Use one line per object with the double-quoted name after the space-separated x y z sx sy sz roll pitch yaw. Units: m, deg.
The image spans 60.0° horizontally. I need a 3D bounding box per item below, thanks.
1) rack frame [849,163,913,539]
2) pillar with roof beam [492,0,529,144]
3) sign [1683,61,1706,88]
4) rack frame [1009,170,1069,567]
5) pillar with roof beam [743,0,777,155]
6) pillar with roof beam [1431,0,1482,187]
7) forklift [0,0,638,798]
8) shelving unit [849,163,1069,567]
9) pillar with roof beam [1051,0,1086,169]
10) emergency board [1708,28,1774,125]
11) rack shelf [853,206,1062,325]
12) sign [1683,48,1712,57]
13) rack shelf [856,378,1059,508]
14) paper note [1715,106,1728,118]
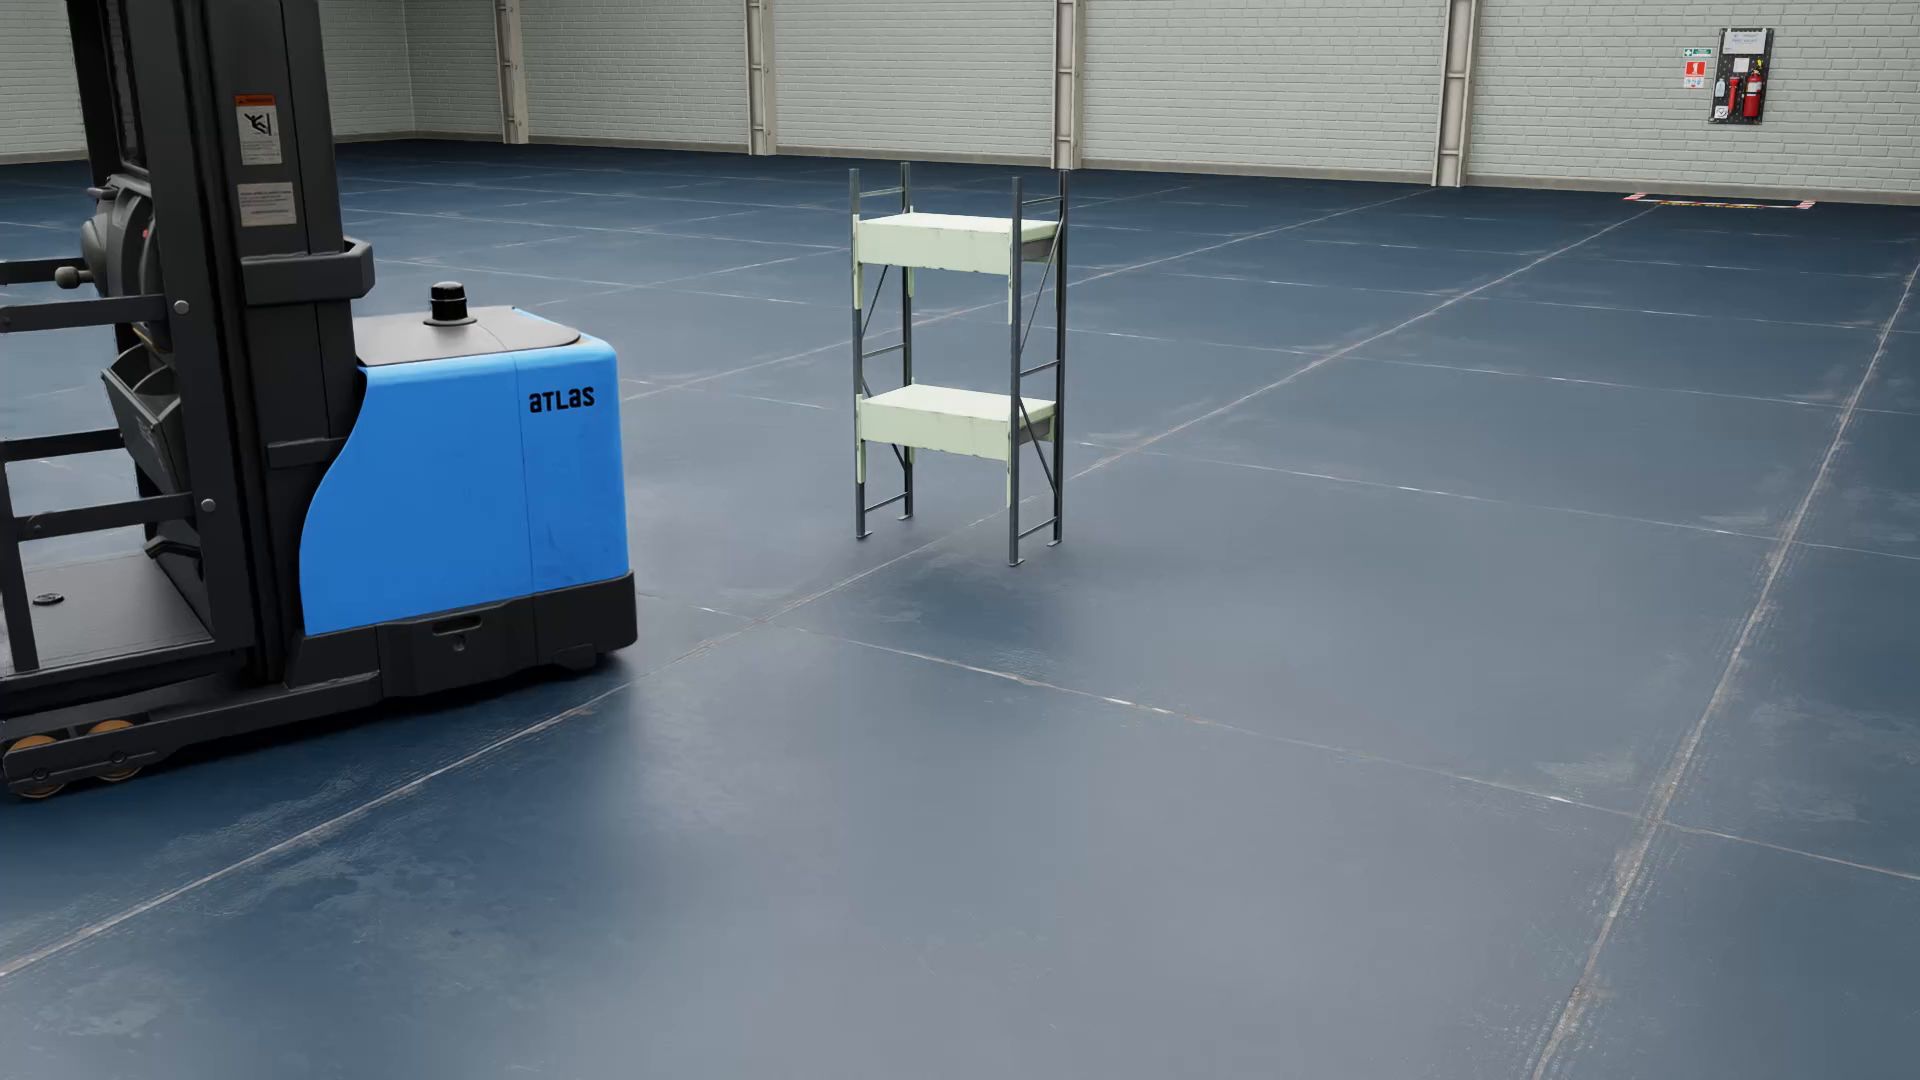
-0.318 -0.774 6.850 0.023 1.500 0.400 10 20 30 "rack frame"
-10.810 -10.895 27.264 0.400 9.000 9.100 10 20 30 "pillar with roof beam"
9.391 -5.952 21.253 0.234 0.329 0.001 10 20 30 "sign"
0.306 -0.663 6.483 0.023 1.500 0.400 10 20 30 "rack frame"
-5.698 -9.982 24.260 0.400 9.000 9.100 10 20 30 "pillar with roof beam"
4.528 -8.157 18.251 0.400 9.000 9.100 10 20 30 "pillar with roof beam"
-2.580 -0.870 4.703 3.031 2.935 1.130 -11 20 -33 "forklift"
-0.006 -0.719 6.667 0.755 1.500 0.431 10 20 30 "shelving unit"
-0.585 -9.069 21.255 0.400 9.000 9.100 10 20 30 "pillar with roof beam"
9.808 -5.825 20.897 0.643 1.169 0.194 10 20 30 "emergency board"
-0.006 -1.092 6.553 0.720 0.370 0.431 10 20 30 "rack shelf"
9.390 -6.202 21.166 0.331 0.109 0.001 10 20 30 "sign"
-0.006 -0.407 6.761 0.720 0.370 0.431 10 20 30 "rack shelf"
9.693 -5.448 21.170 0.142 0.148 0.016 10 20 30 "paper note"
